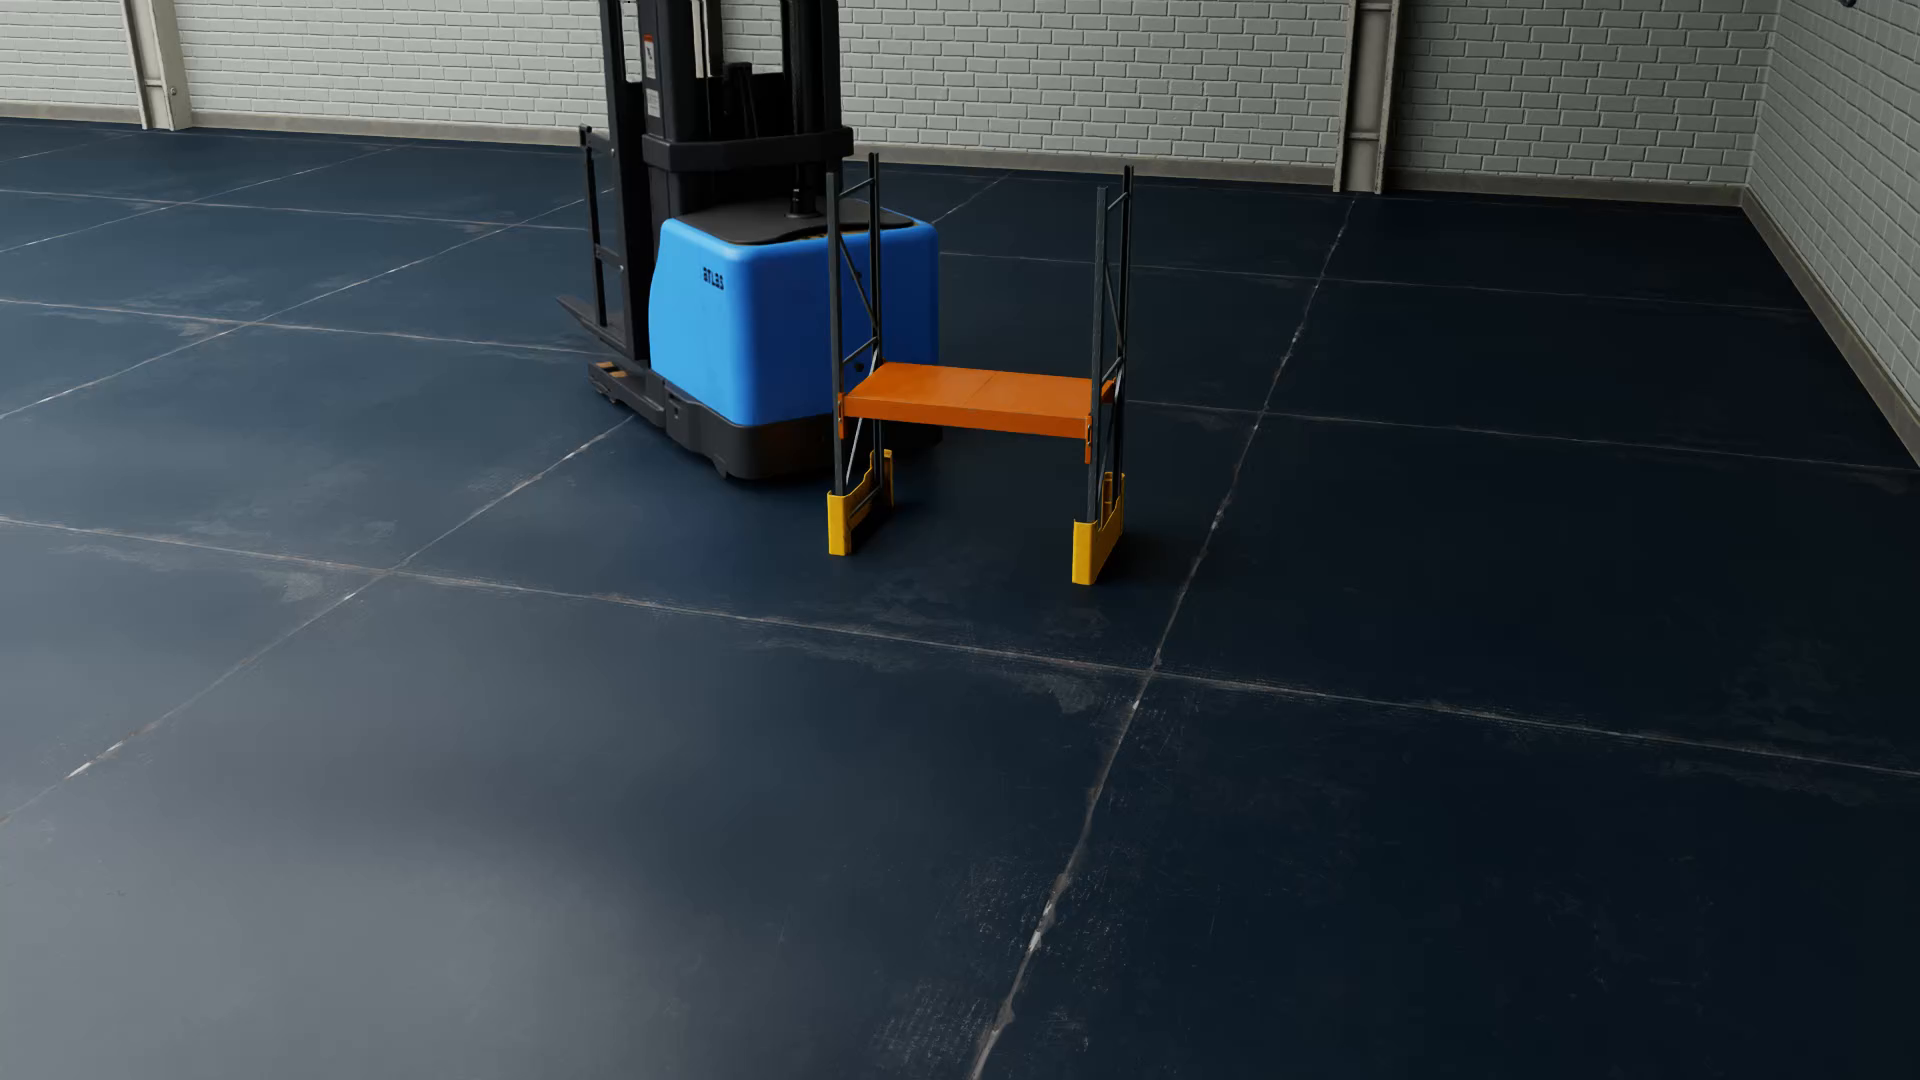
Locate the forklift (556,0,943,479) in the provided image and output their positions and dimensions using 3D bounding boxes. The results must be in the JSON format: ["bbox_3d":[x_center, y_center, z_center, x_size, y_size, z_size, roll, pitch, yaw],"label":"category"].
[{"bbox_3d":[-1.269,-2.132,8.104,1.130,2.935,3.031,-13,26,-28],"label":"forklift"}]

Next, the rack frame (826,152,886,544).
[{"bbox_3d":[-0.405,-0.740,6.598,0.032,1.500,0.500,7,23,16],"label":"rack frame"}]

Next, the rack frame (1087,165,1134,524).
[{"bbox_3d":[0.568,-0.629,6.327,0.032,1.500,0.500,7,23,16],"label":"rack frame"}]

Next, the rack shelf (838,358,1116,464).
[{"bbox_3d":[0.082,-0.518,6.531,1.000,0.185,0.538,7,23,16],"label":"rack shelf"}]

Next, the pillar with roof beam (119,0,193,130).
[{"bbox_3d":[-9.394,-6.849,11.610,0.400,9.000,9.100,7,23,16],"label":"pillar with roof beam"}]

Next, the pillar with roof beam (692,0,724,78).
[{"bbox_3d":[-3.650,-6.191,10.006,0.400,9.000,9.100,7,23,16],"label":"pillar with roof beam"}]

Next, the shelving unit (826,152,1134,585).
[{"bbox_3d":[0.073,-0.686,6.465,1.083,1.500,0.587,7,23,16],"label":"shelving unit"}]

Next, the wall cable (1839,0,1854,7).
[{"bbox_3d":[5.777,-4.858,10.847,0.112,2.526,3.097,7,23,16],"label":"wall cable"}]

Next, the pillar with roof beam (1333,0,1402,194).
[{"bbox_3d":[2.095,-5.534,8.403,0.400,9.000,9.100,7,23,16],"label":"pillar with roof beam"}]

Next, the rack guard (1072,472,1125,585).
[{"bbox_3d":[0.550,-0.053,6.569,0.087,0.250,0.587,7,23,16],"label":"rack guard"}]

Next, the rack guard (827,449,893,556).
[{"bbox_3d":[-0.404,-0.162,6.835,0.087,0.250,0.587,7,23,16],"label":"rack guard"}]
